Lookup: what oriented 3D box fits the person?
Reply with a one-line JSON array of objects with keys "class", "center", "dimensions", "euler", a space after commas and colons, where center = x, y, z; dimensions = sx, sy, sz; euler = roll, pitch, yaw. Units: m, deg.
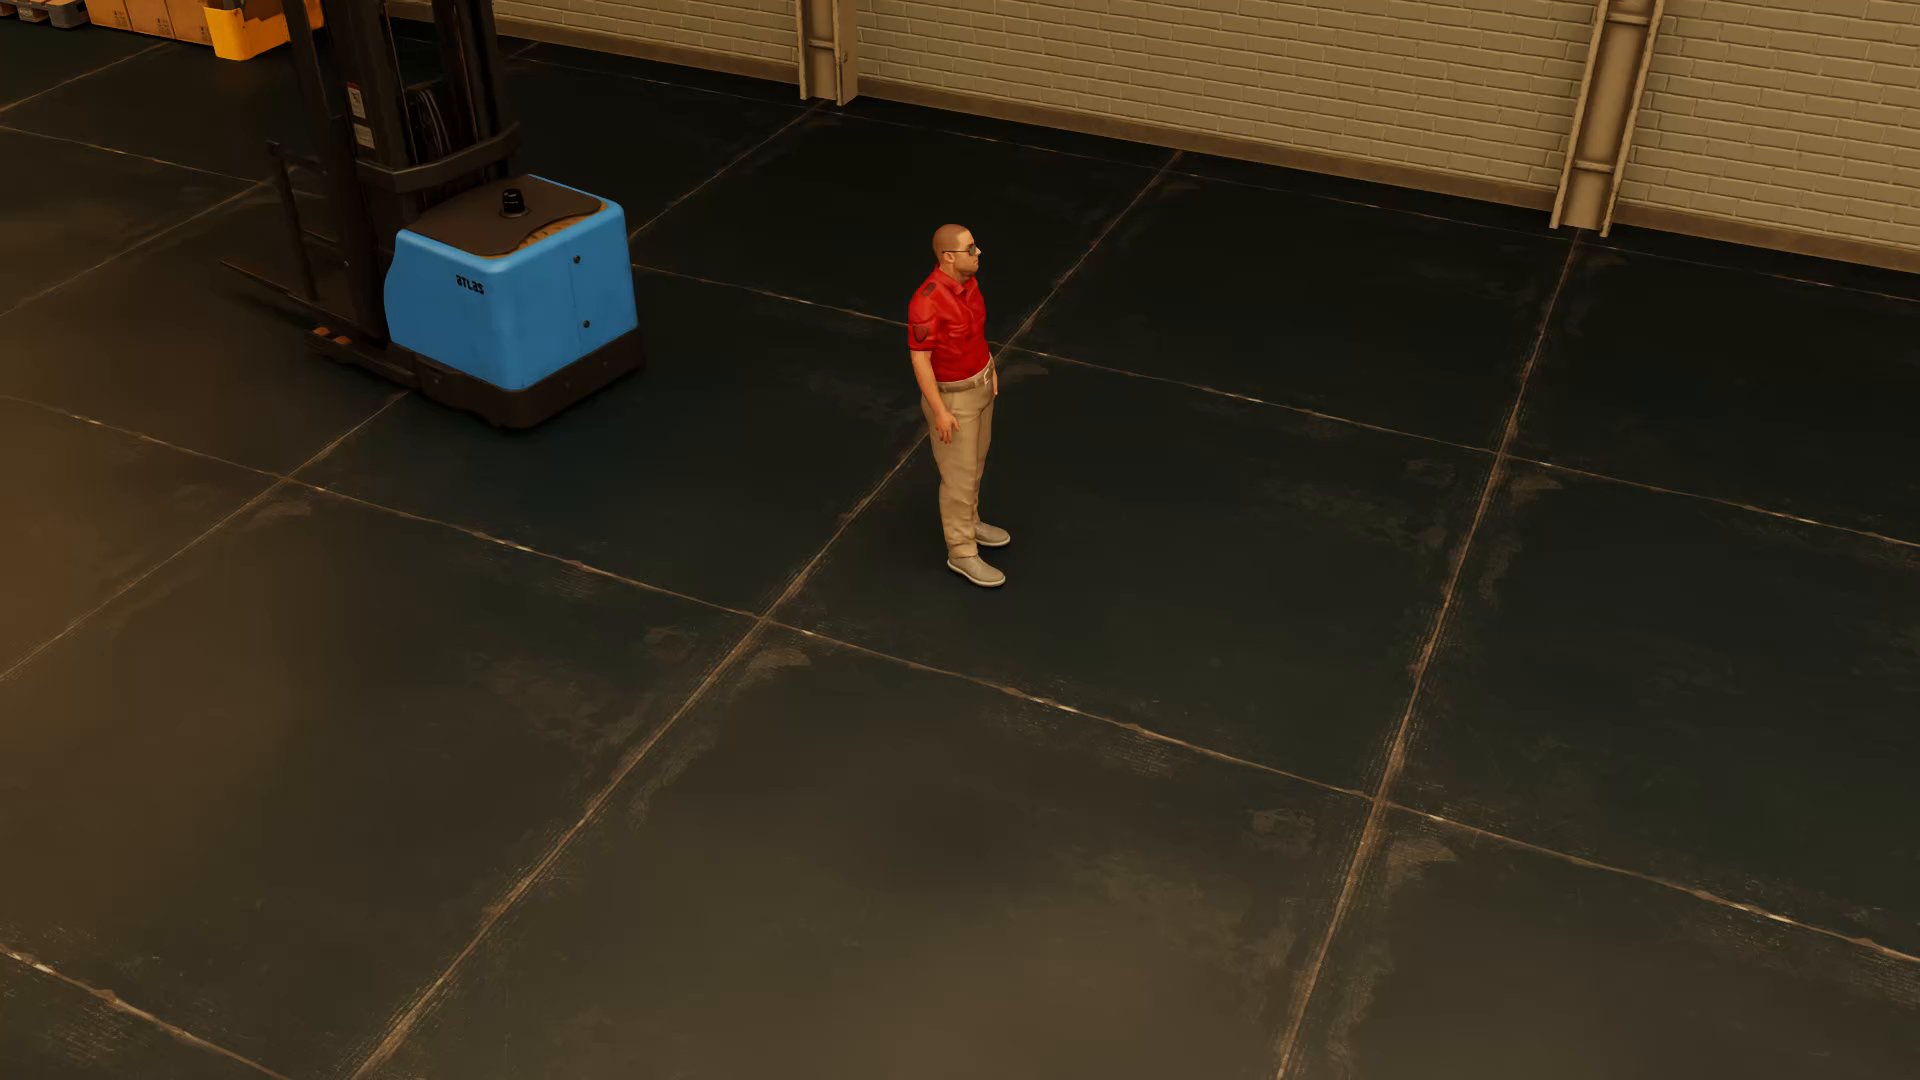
[{"class": "person", "center": [0.077, -0.681, 8.065], "dimensions": [0.551, 1.727, 0.640], "euler": [15, 38, 20]}]

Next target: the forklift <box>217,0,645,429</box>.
[{"class": "forklift", "center": [-3.393, -2.493, 9.581], "dimensions": [3.031, 2.935, 1.130], "euler": [22, 41, 28]}]
